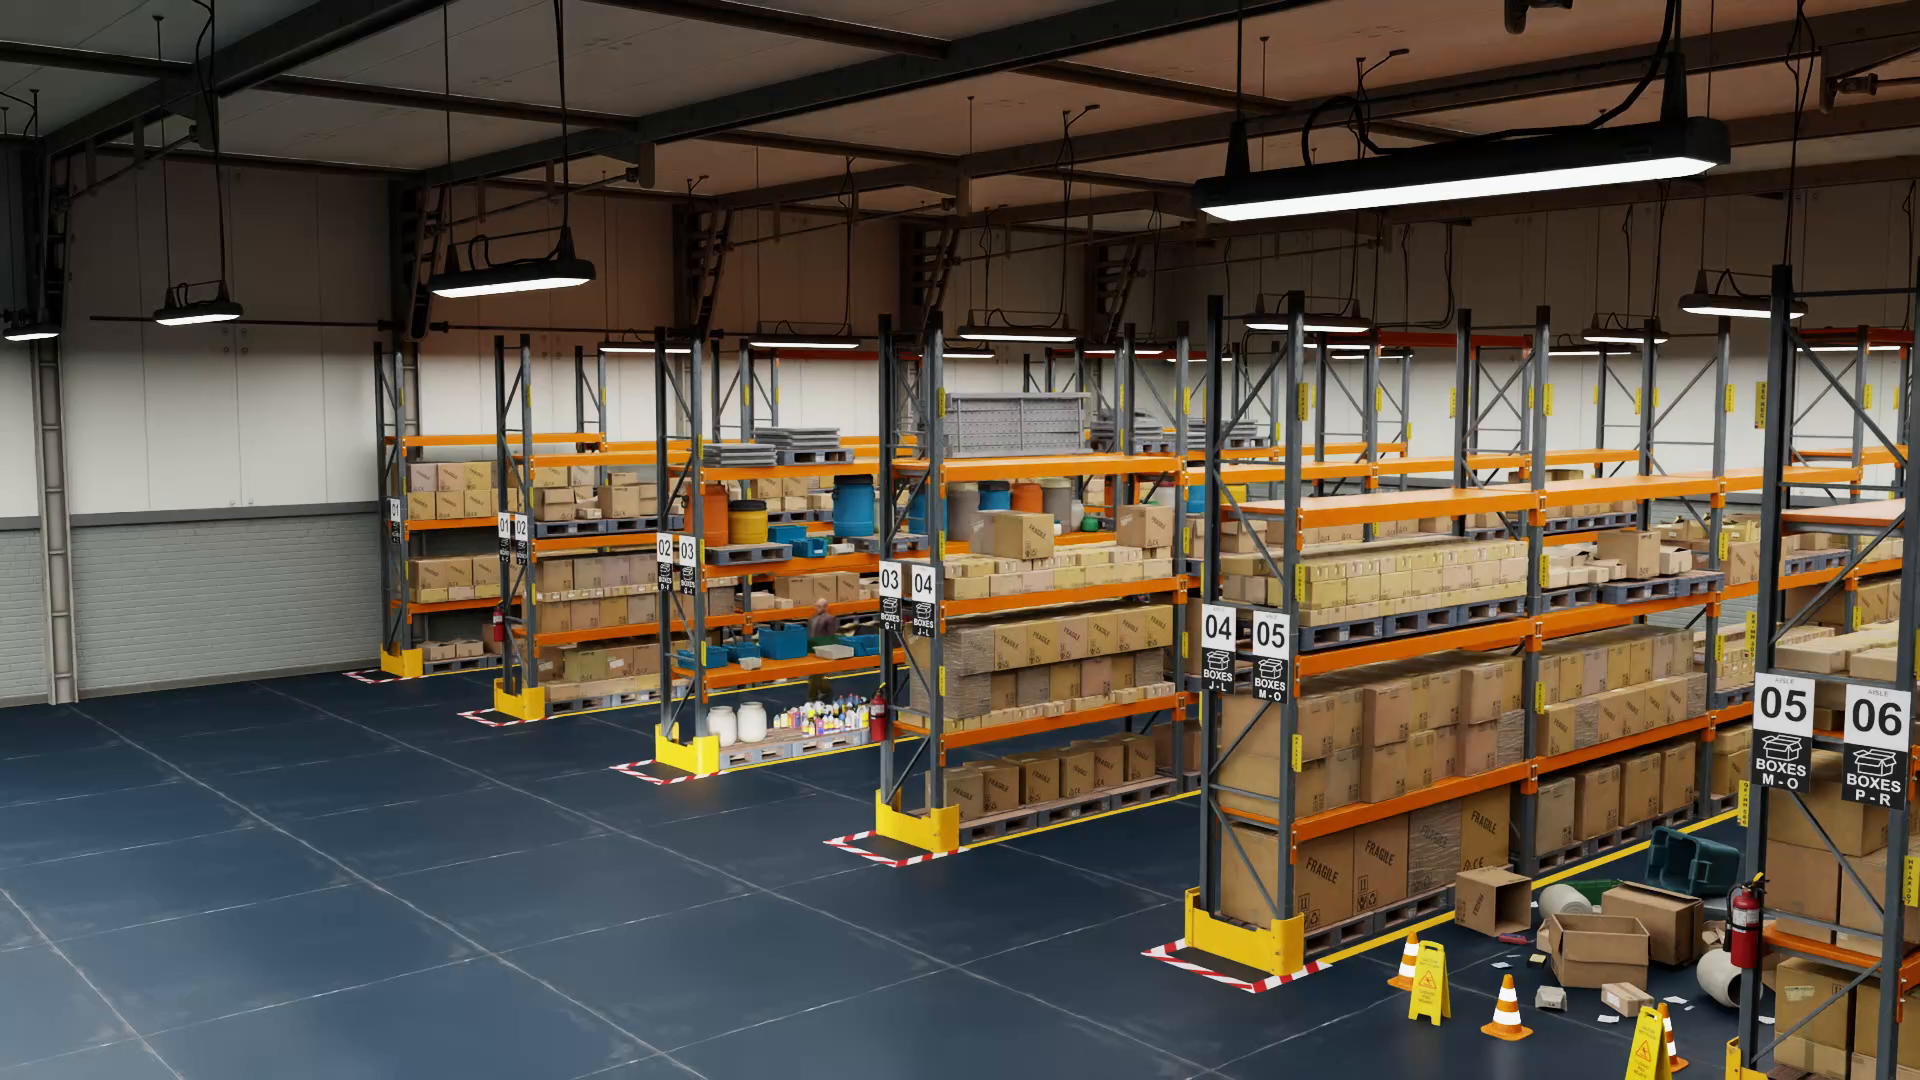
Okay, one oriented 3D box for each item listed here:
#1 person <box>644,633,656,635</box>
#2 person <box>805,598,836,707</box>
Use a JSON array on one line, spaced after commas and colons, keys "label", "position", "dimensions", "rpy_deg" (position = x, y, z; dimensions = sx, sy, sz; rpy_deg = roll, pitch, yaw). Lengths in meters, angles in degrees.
[{"label": "person", "position": [-5.463, 1.637, 29.910], "dimensions": [0.571, 1.647, 0.592], "rpy_deg": [4, 7, 40]}, {"label": "person", "position": [-2.291, 1.848, 27.178], "dimensions": [0.675, 1.816, 0.728], "rpy_deg": [5, 7, 44]}]
